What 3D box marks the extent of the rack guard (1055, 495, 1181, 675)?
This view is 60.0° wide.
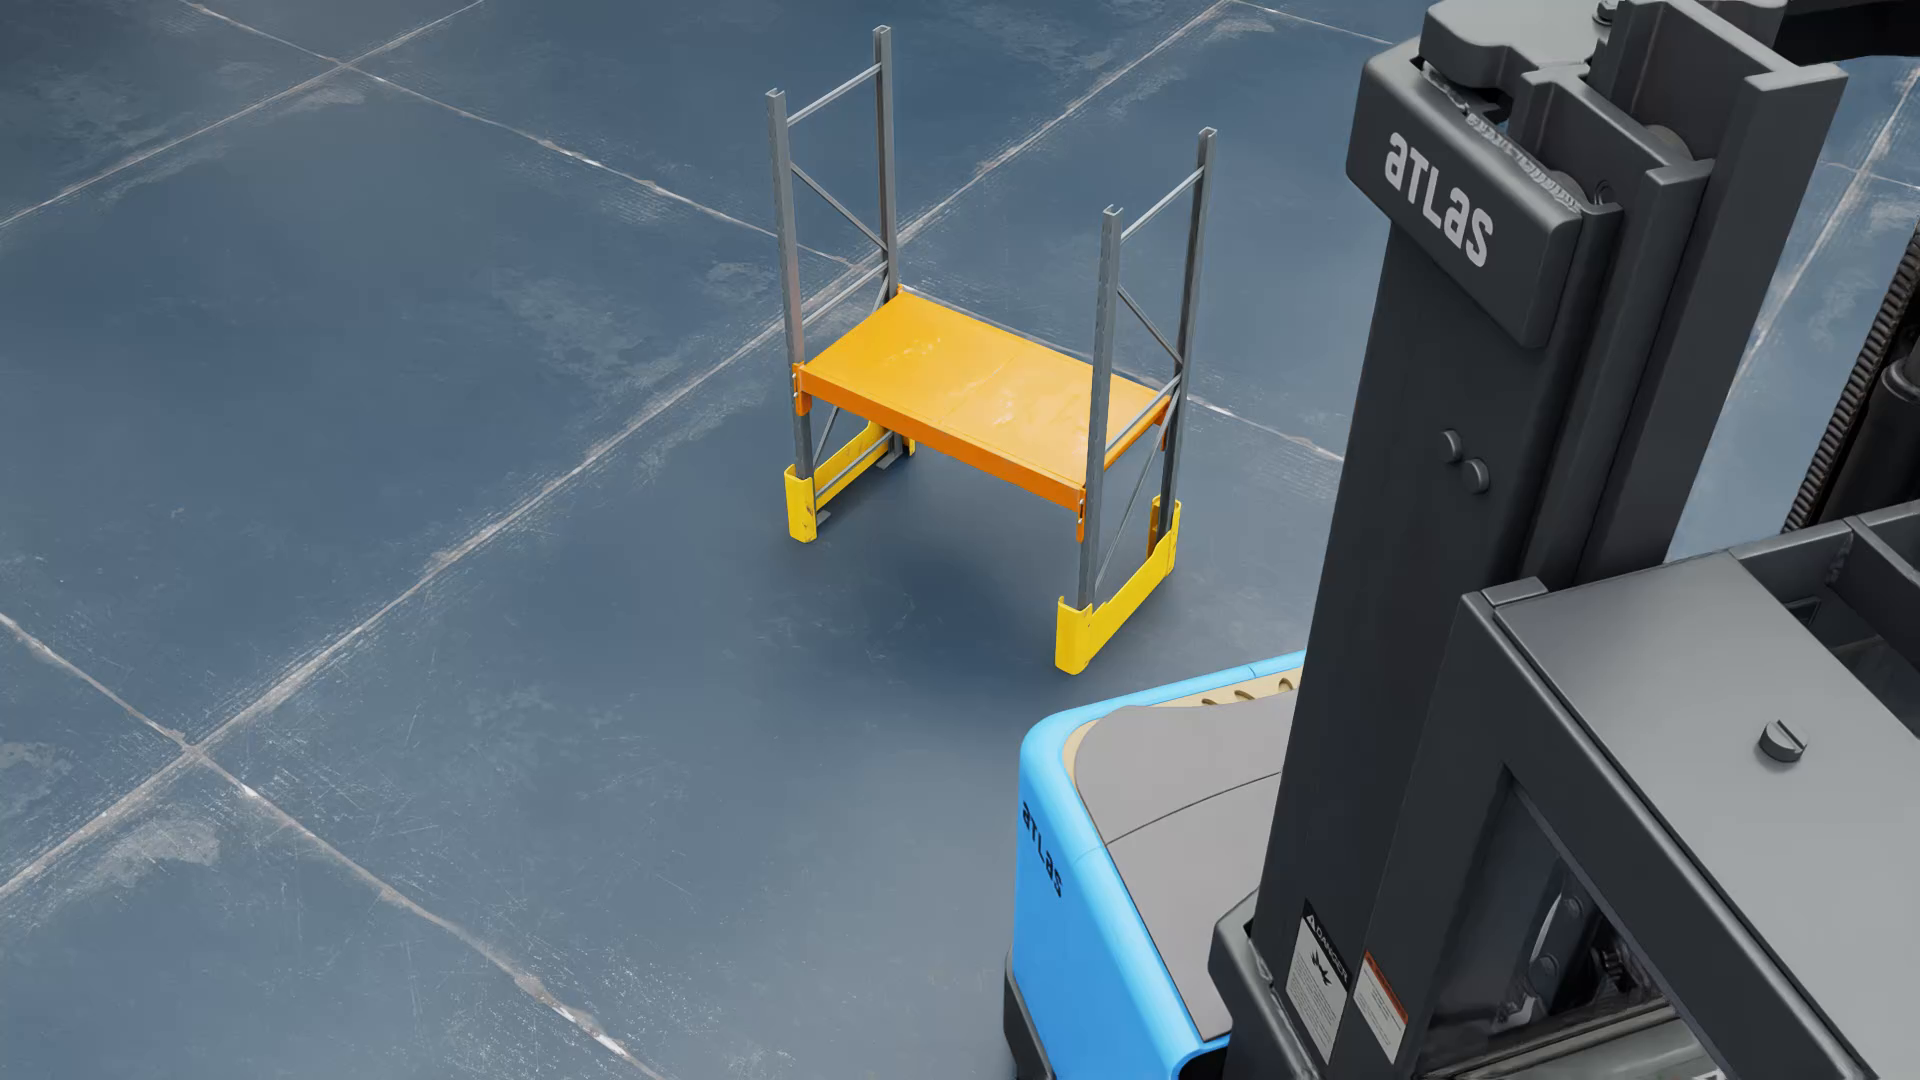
[{"bbox_3d":[0.470,0.127,4.921,0.087,0.250,0.587,25,48,25],"label":"rack guard"}]

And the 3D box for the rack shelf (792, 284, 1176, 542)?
[{"bbox_3d":[0.070,-0.392,4.833,1.000,0.185,0.538,25,48,25],"label":"rack shelf"}]

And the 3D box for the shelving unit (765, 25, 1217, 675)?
[{"bbox_3d":[0.062,-0.530,4.717,1.083,1.500,0.587,25,48,25],"label":"shelving unit"}]

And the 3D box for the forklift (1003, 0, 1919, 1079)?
[{"bbox_3d":[1.051,0.892,2.055,1.130,2.935,3.031,-13,43,-14],"label":"forklift"}]

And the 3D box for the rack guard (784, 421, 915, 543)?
[{"bbox_3d":[-0.345,-0.255,5.347,0.087,0.250,0.587,25,48,25],"label":"rack guard"}]

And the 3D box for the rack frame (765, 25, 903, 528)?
[{"bbox_3d":[-0.346,-0.721,4.931,0.032,1.500,0.500,25,48,25],"label":"rack frame"}]

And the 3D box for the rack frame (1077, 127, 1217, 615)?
[{"bbox_3d":[0.486,-0.332,4.496,0.032,1.500,0.500,25,48,25],"label":"rack frame"}]
